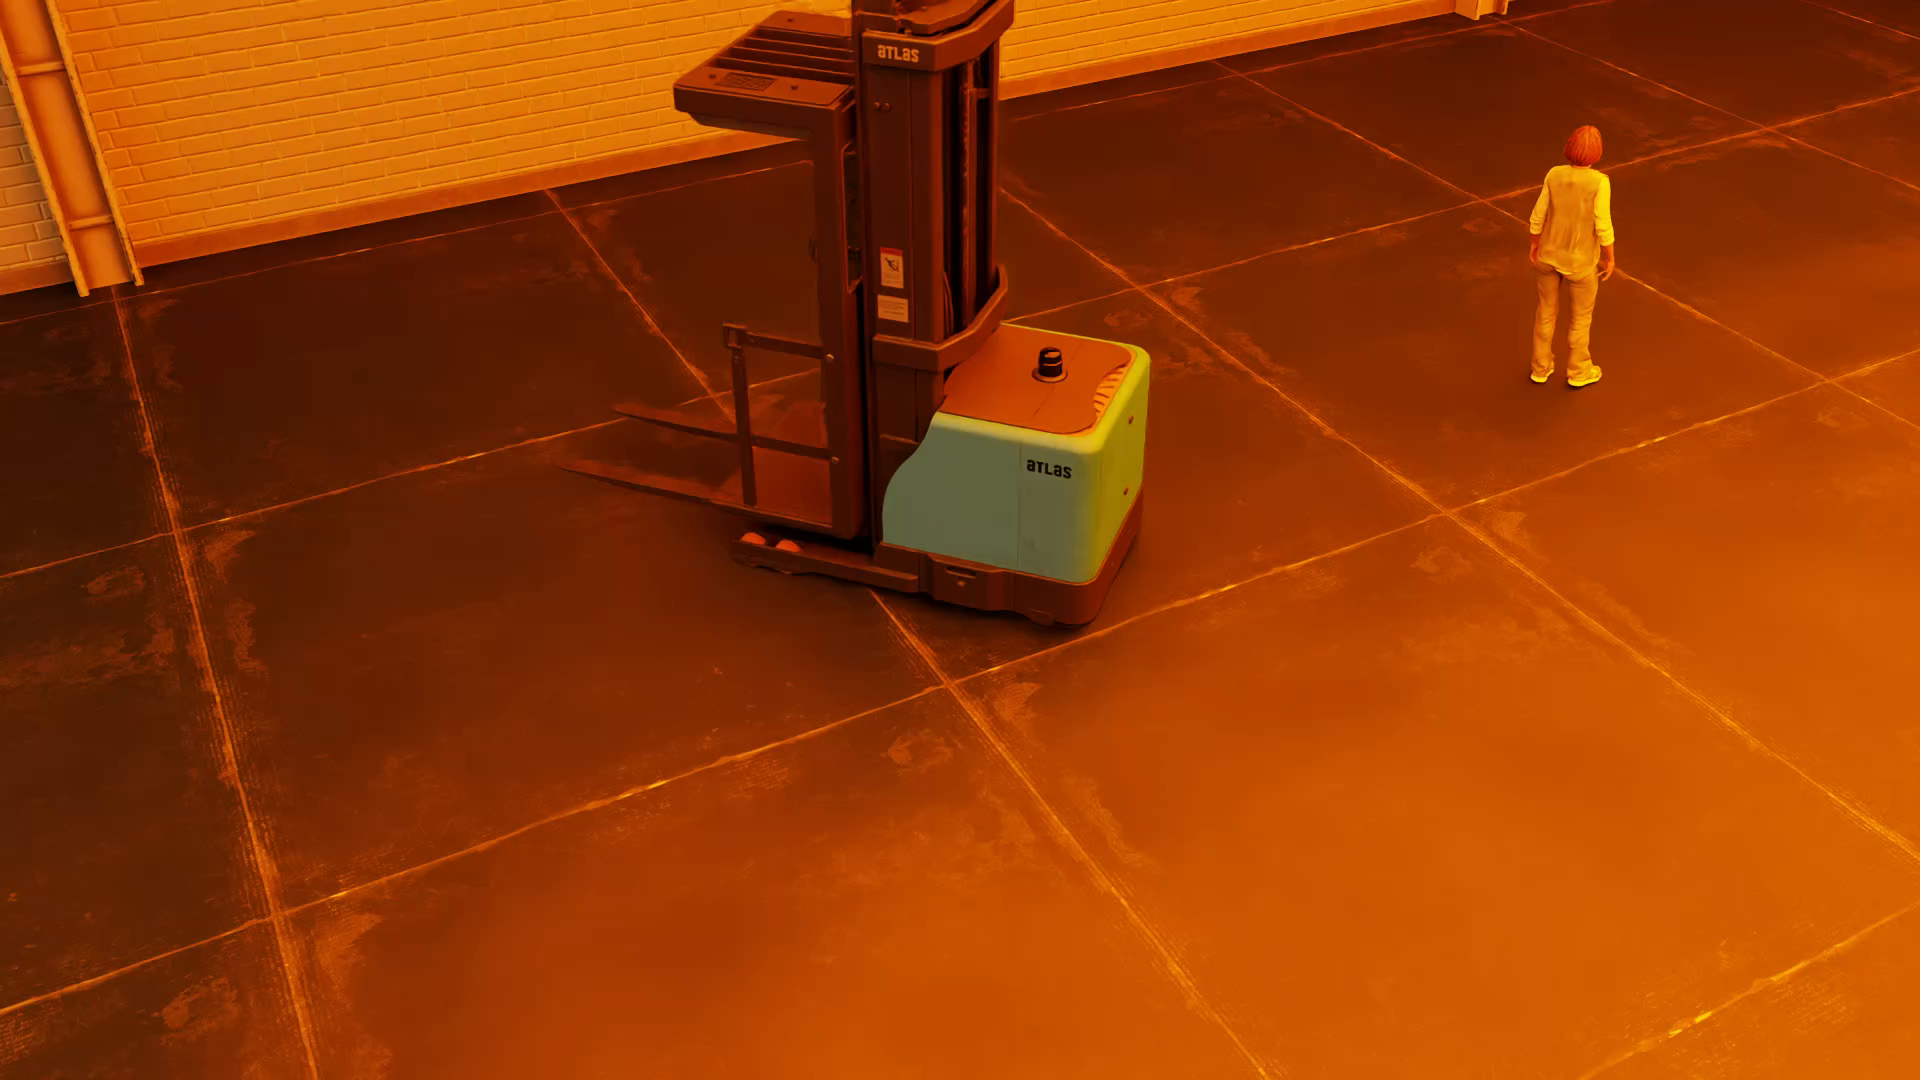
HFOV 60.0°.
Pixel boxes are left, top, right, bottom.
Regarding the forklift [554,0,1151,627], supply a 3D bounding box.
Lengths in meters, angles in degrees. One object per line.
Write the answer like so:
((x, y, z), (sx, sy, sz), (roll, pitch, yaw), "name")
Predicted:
((-0.626, -1.298, 7.960), (3.031, 2.935, 1.130), (12, 37, 16), "forklift")

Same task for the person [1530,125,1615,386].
((3.543, -1.639, 9.586), (0.519, 1.598, 0.474), (28, 44, 33), "person")
